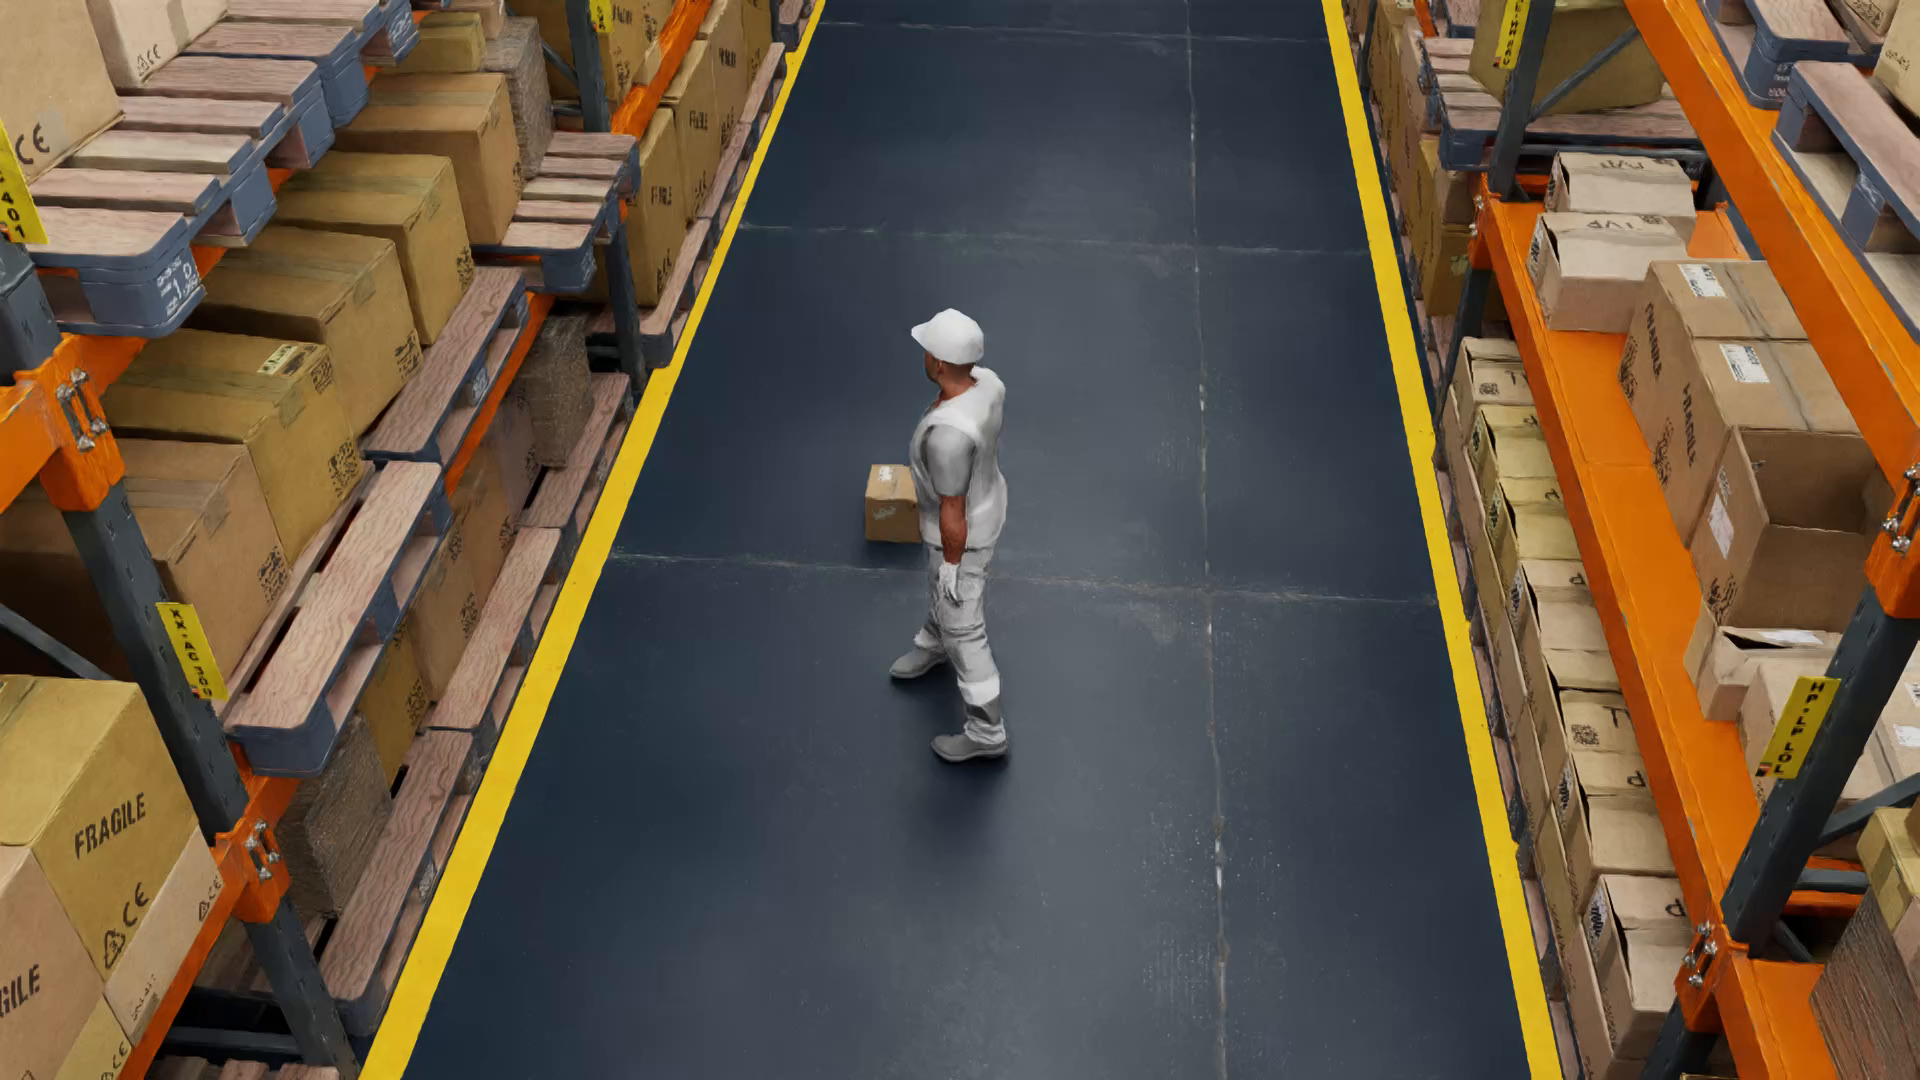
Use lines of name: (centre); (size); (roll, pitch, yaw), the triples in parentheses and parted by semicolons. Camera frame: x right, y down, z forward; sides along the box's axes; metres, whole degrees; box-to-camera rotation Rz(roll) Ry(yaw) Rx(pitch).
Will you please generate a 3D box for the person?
person: (-0.036, -0.021, 6.167); (0.551, 1.783, 0.644); (7, 40, 9)
